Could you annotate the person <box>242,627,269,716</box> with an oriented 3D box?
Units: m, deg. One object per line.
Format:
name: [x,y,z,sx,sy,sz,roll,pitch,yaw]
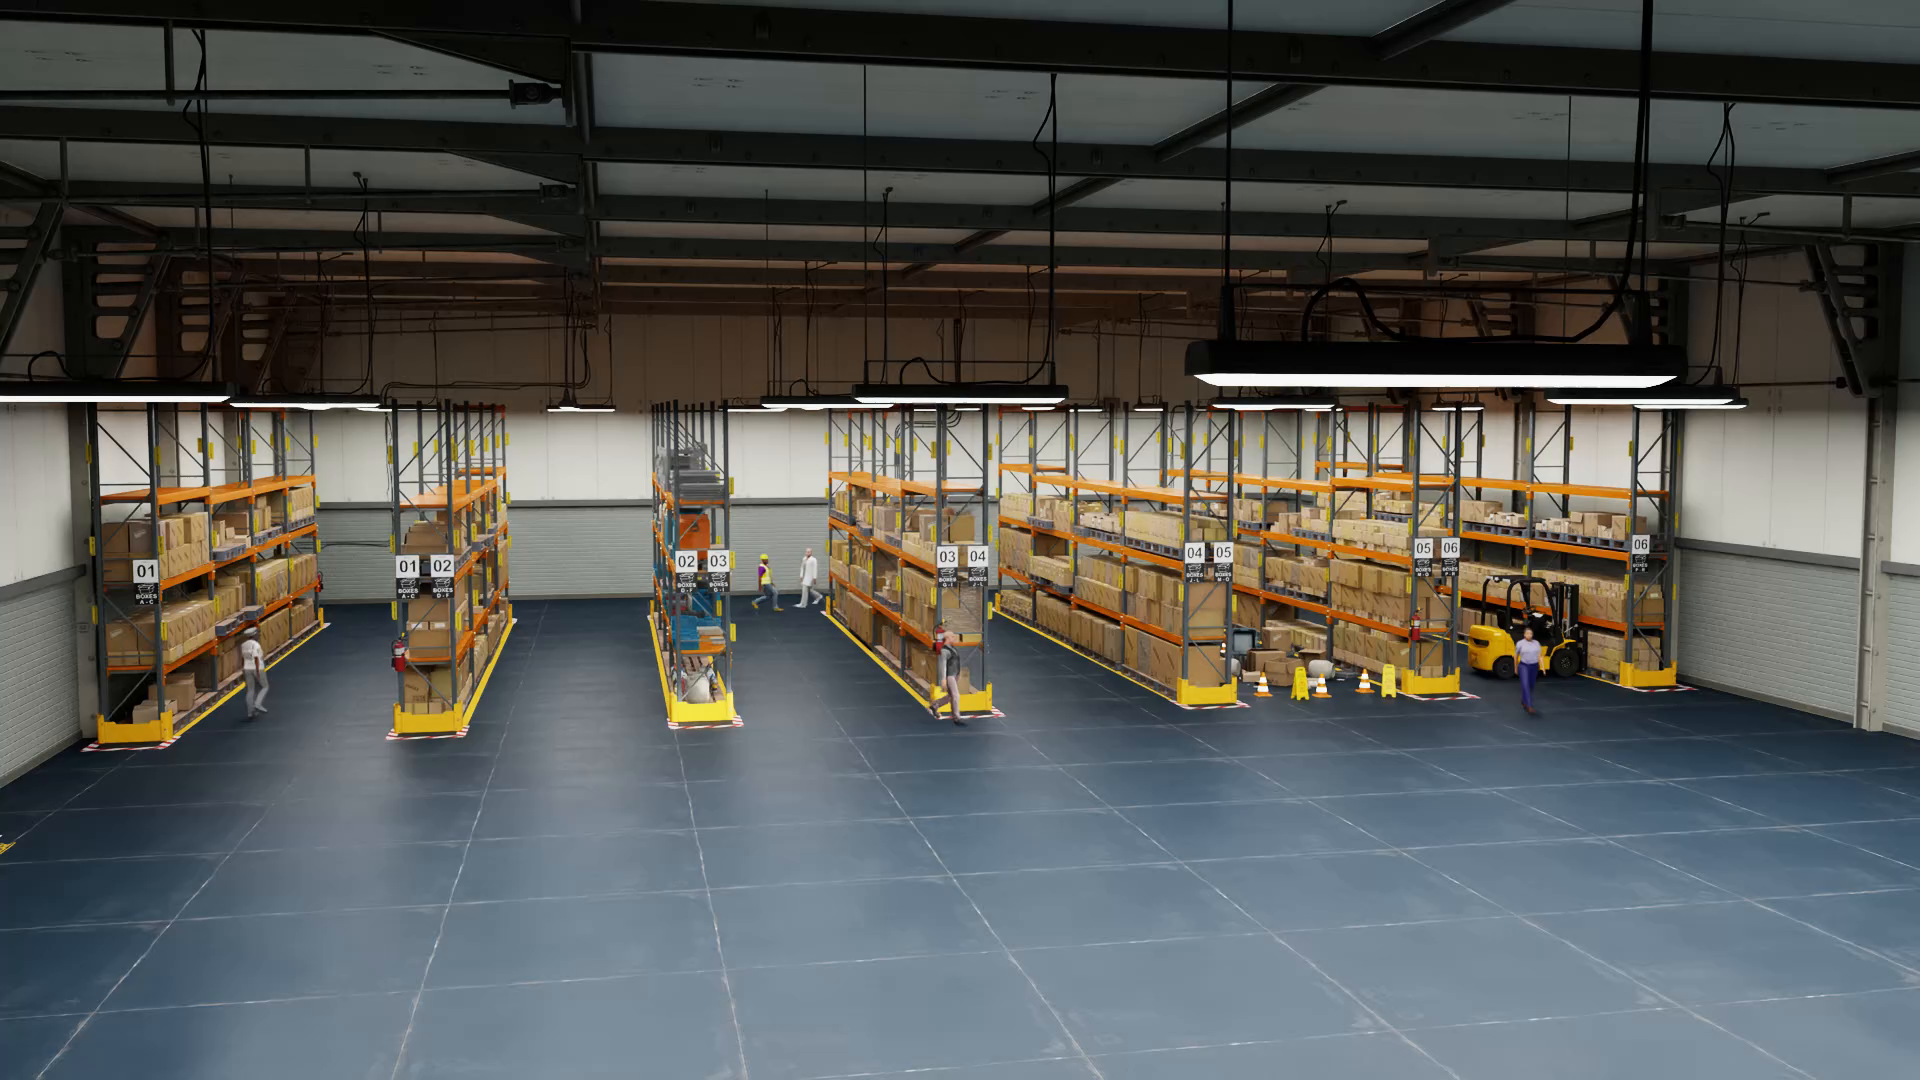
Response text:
person: [-13.416,2.497,31.595,0.494,1.672,0.460,0,4,1]

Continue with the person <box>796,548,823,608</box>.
person: [-4.474,1.120,49.460,1.007,1.758,0.553,-3,5,-35]

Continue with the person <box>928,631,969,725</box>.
person: [-0.205,2.542,30.866,0.834,1.703,0.564,1,4,15]

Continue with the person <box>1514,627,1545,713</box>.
person: [10.998,2.487,32.049,0.501,1.596,0.949,0,4,-3]

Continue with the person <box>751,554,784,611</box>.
person: [-5.616,1.242,48.398,0.979,1.660,0.545,0,4,2]
